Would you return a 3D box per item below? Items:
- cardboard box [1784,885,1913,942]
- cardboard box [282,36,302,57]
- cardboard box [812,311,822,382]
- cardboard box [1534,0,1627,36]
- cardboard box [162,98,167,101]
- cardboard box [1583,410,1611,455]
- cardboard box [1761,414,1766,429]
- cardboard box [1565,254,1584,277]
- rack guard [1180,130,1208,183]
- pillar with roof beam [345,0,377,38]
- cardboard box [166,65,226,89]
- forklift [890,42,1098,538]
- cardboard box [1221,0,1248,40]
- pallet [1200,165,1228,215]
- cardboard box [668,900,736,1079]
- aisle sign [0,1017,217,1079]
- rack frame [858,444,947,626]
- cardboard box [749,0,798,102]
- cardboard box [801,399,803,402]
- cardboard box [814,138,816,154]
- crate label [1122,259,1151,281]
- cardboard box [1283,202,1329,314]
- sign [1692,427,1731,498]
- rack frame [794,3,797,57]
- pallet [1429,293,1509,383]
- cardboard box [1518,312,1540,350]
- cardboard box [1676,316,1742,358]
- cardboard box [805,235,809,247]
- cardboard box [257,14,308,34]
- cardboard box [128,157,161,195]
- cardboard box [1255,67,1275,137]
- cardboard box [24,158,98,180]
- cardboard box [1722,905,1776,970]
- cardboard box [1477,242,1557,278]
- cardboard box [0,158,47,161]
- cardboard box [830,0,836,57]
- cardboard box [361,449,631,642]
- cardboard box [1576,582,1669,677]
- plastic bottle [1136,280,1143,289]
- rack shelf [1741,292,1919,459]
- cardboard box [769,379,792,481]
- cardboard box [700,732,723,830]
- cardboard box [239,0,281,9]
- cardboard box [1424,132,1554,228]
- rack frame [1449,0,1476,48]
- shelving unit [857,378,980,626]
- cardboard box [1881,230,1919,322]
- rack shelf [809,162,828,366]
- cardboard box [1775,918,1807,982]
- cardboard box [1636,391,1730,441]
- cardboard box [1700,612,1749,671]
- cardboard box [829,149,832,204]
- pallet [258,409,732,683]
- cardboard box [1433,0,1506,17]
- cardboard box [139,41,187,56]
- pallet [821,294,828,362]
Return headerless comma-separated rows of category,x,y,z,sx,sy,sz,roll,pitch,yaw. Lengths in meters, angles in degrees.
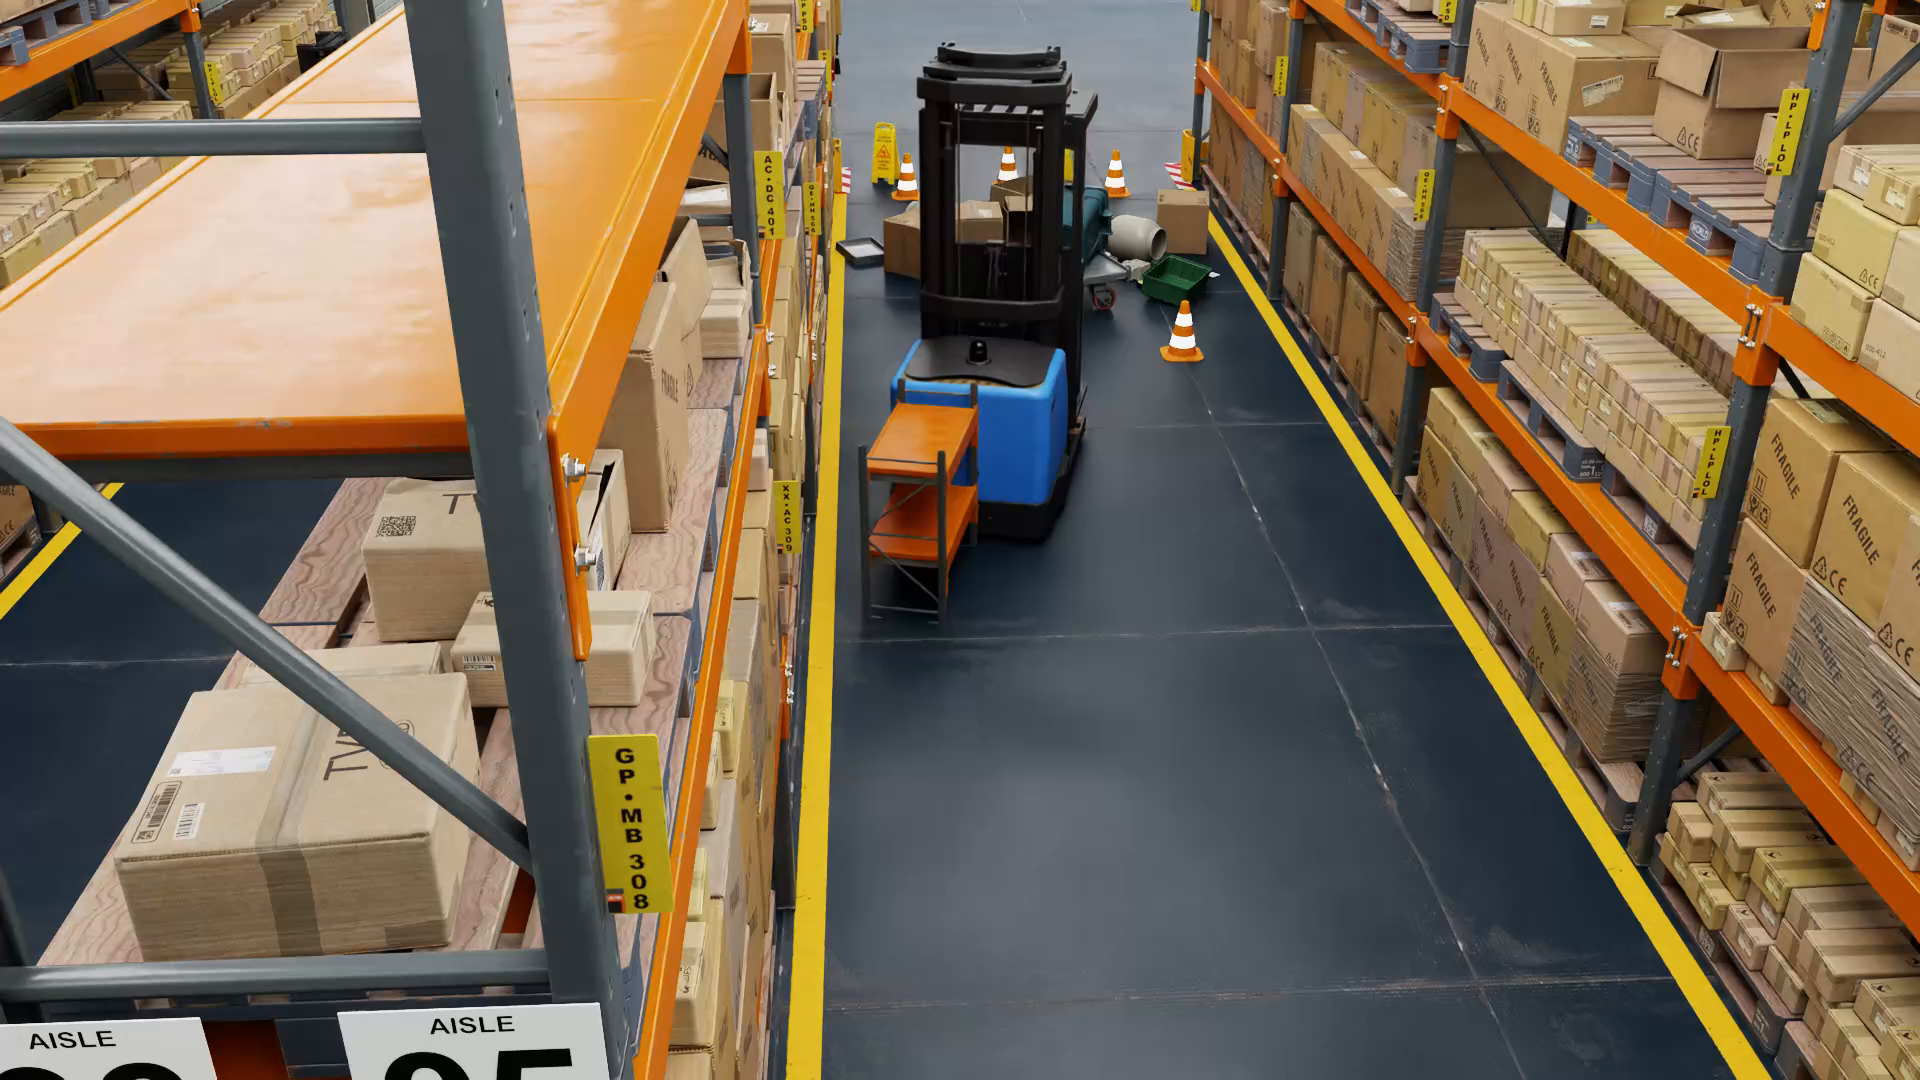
cardboard box,3.552,1.519,6.642,0.380,0.149,0.250,-2,28,-4
cardboard box,-6.445,-4.664,15.702,0.380,0.149,0.250,-1,28,-2
cardboard box,-1.560,-1.478,12.789,0.950,0.372,0.625,0,28,-1
cardboard box,3.303,-2.836,8.826,0.396,0.266,0.258,-1,28,-3
cardboard box,-6.919,-3.475,14.124,0.500,0.500,0.500,-2,28,-3
cardboard box,3.410,-0.556,8.452,0.380,0.149,0.250,-3,28,-5
cardboard box,4.082,-0.582,8.180,0.380,0.149,0.250,-3,28,-5
cardboard box,3.958,-1.660,10.248,0.380,0.149,0.250,-1,28,-2
rack guard,3.059,-4.268,18.455,1.175,0.500,0.348,-1,28,-3
pillar with roof beam,-3.712,-10.269,20.770,9.100,9.000,0.400,-1,28,-3
cardboard box,-6.346,-3.848,13.816,0.380,0.149,0.250,-1,28,-2
forklift,0.319,-1.969,11.419,1.130,2.935,3.031,5,28,9
cardboard box,3.055,-5.224,16.256,0.875,0.550,0.550,-1,28,-3
pallet,3.180,-3.761,17.796,1.003,0.211,1.213,-1,28,-3
cardboard box,-0.817,1.235,4.011,0.500,0.500,0.500,-2,28,-4
aisle sign,-1.348,1.078,2.690,0.394,0.787,0.004,-1,28,-3
rack frame,-0.328,-0.018,9.631,0.500,1.125,0.032,5,28,10
cardboard box,-1.219,-2.612,8.771,0.700,0.500,0.500,-3,28,-5
cardboard box,-1.122,-0.742,9.154,0.500,0.250,0.500,-2,28,-3
cardboard box,-1.389,-3.277,12.968,0.500,0.500,0.500,-1,28,-2
crate label,1.634,-2.519,15.493,0.298,0.136,0.250,-23,35,-37
cardboard box,3.391,-2.422,14.191,1.050,0.750,0.750,-2,28,-3
sign,3.133,-0.322,6.933,0.100,0.325,0.005,-1,28,-3
rack frame,-1.460,-4.164,9.066,1.000,3.000,0.127,-1,28,-3
pallet,3.621,-1.259,10.190,1.213,0.211,1.003,-1,28,-3
cardboard box,3.362,-1.169,9.306,0.380,0.149,0.250,-1,28,-3
cardboard box,4.039,-1.077,8.807,0.380,0.149,0.250,-1,28,-1
cardboard box,-1.235,-2.120,11.451,0.380,0.149,0.250,-1,28,-2
cardboard box,-6.458,-4.913,15.857,0.380,0.149,0.250,-1,28,-1
cardboard box,-6.290,-2.691,12.350,0.500,0.250,0.500,-1,28,-2
cardboard box,3.186,-4.008,15.091,0.875,0.550,0.550,-1,28,-3
cardboard box,-6.327,-2.583,11.711,0.380,0.149,0.250,-1,28,-3
cardboard box,3.464,1.667,7.001,0.380,0.149,0.250,-2,28,-3
cardboard box,3.325,-1.667,9.939,0.380,0.149,0.250,-2,28,-4
cardboard box,-6.789,-2.689,11.915,0.380,0.149,0.250,-1,28,-2
cardboard box,-1.479,-4.649,14.971,0.700,0.500,0.500,-2,28,-4
cardboard box,-1.071,-0.023,3.904,0.500,0.311,0.500,-1,28,-2
cardboard box,3.395,0.428,8.185,0.500,0.250,0.500,-2,28,-4
plastic bottle,1.747,-2.306,15.168,0.133,0.061,0.283,-17,32,-29
rack shelf,3.791,0.089,4.932,1.077,0.370,4.000,-1,28,-3
cardboard box,-0.987,-0.355,7.060,0.500,0.500,0.500,-1,28,-2
cardboard box,-0.838,0.645,4.442,0.380,0.149,0.250,-1,28,-2
cardboard box,-7.030,-5.381,16.754,0.380,0.149,0.250,-2,28,-4
cardboard box,3.464,-2.366,10.915,0.700,0.500,0.500,-2,28,-3
rack frame,3.478,-4.331,9.384,1.000,3.000,0.127,-1,28,-3
shelving unit,-0.233,-0.249,10.074,0.538,1.125,1.048,5,28,10
cardboard box,3.493,-0.850,5.577,0.500,0.250,0.500,-1,28,-3
rack shelf,-1.565,-2.109,12.390,1.077,0.370,4.000,-1,28,-3
cardboard box,3.549,1.649,6.714,0.380,0.149,0.250,-3,28,-5
cardboard box,3.444,-0.586,7.867,0.380,0.149,0.250,-2,28,-4
cardboard box,3.375,0.427,7.022,0.380,0.149,0.250,0,28,-1
cardboard box,-1.495,-3.417,15.828,0.500,0.500,0.500,0,28,0
pallet,-1.158,-0.008,4.436,1.003,0.211,1.213,-1,28,-3
cardboard box,3.227,-3.399,10.532,0.380,0.166,0.250,-1,28,-3
cardboard box,-7.012,-4.307,14.696,0.380,0.149,0.250,-2,28,-3
pallet,-1.627,-1.756,13.950,1.003,0.211,1.213,-1,28,-3
